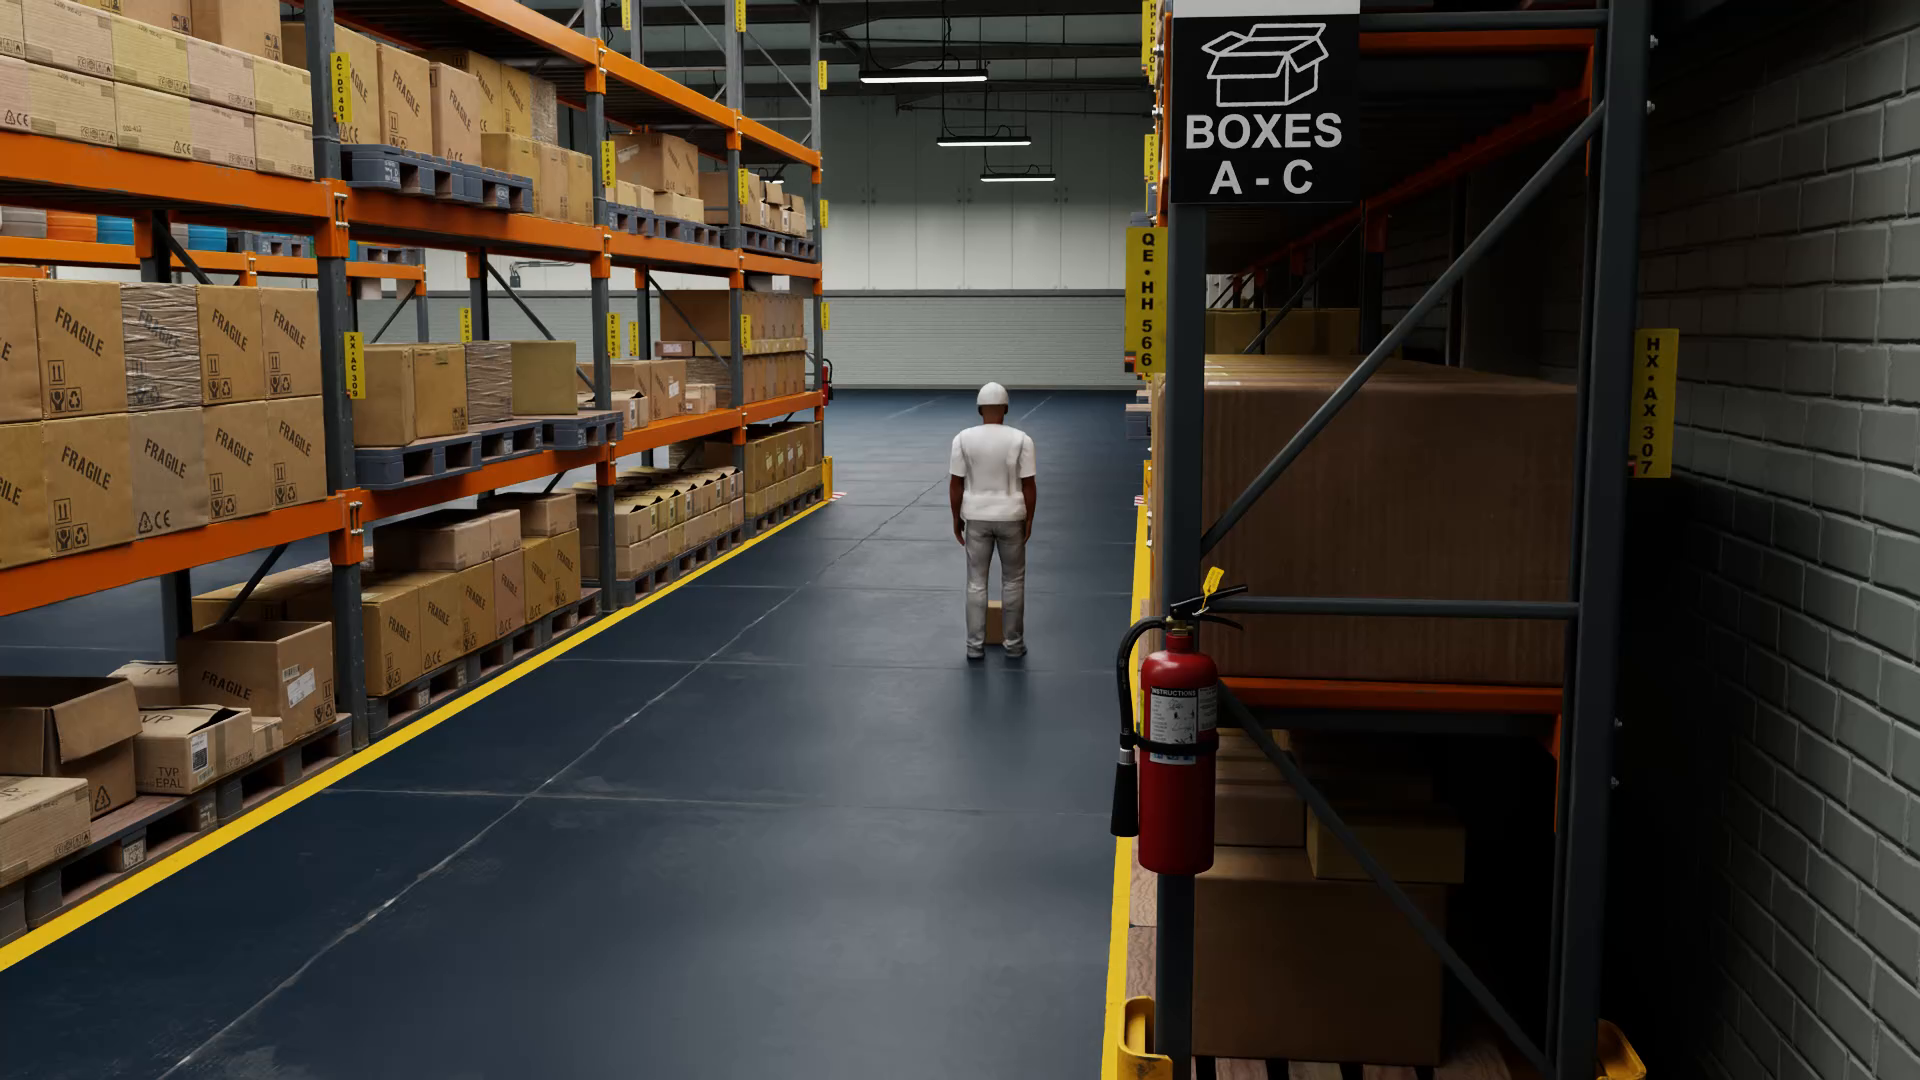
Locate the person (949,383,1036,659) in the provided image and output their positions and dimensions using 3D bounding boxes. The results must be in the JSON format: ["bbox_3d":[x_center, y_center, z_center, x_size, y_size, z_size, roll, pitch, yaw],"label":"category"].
[{"bbox_3d":[0.214,-0.125,10.682,0.562,1.764,0.365,1,8,9],"label":"person"}]
